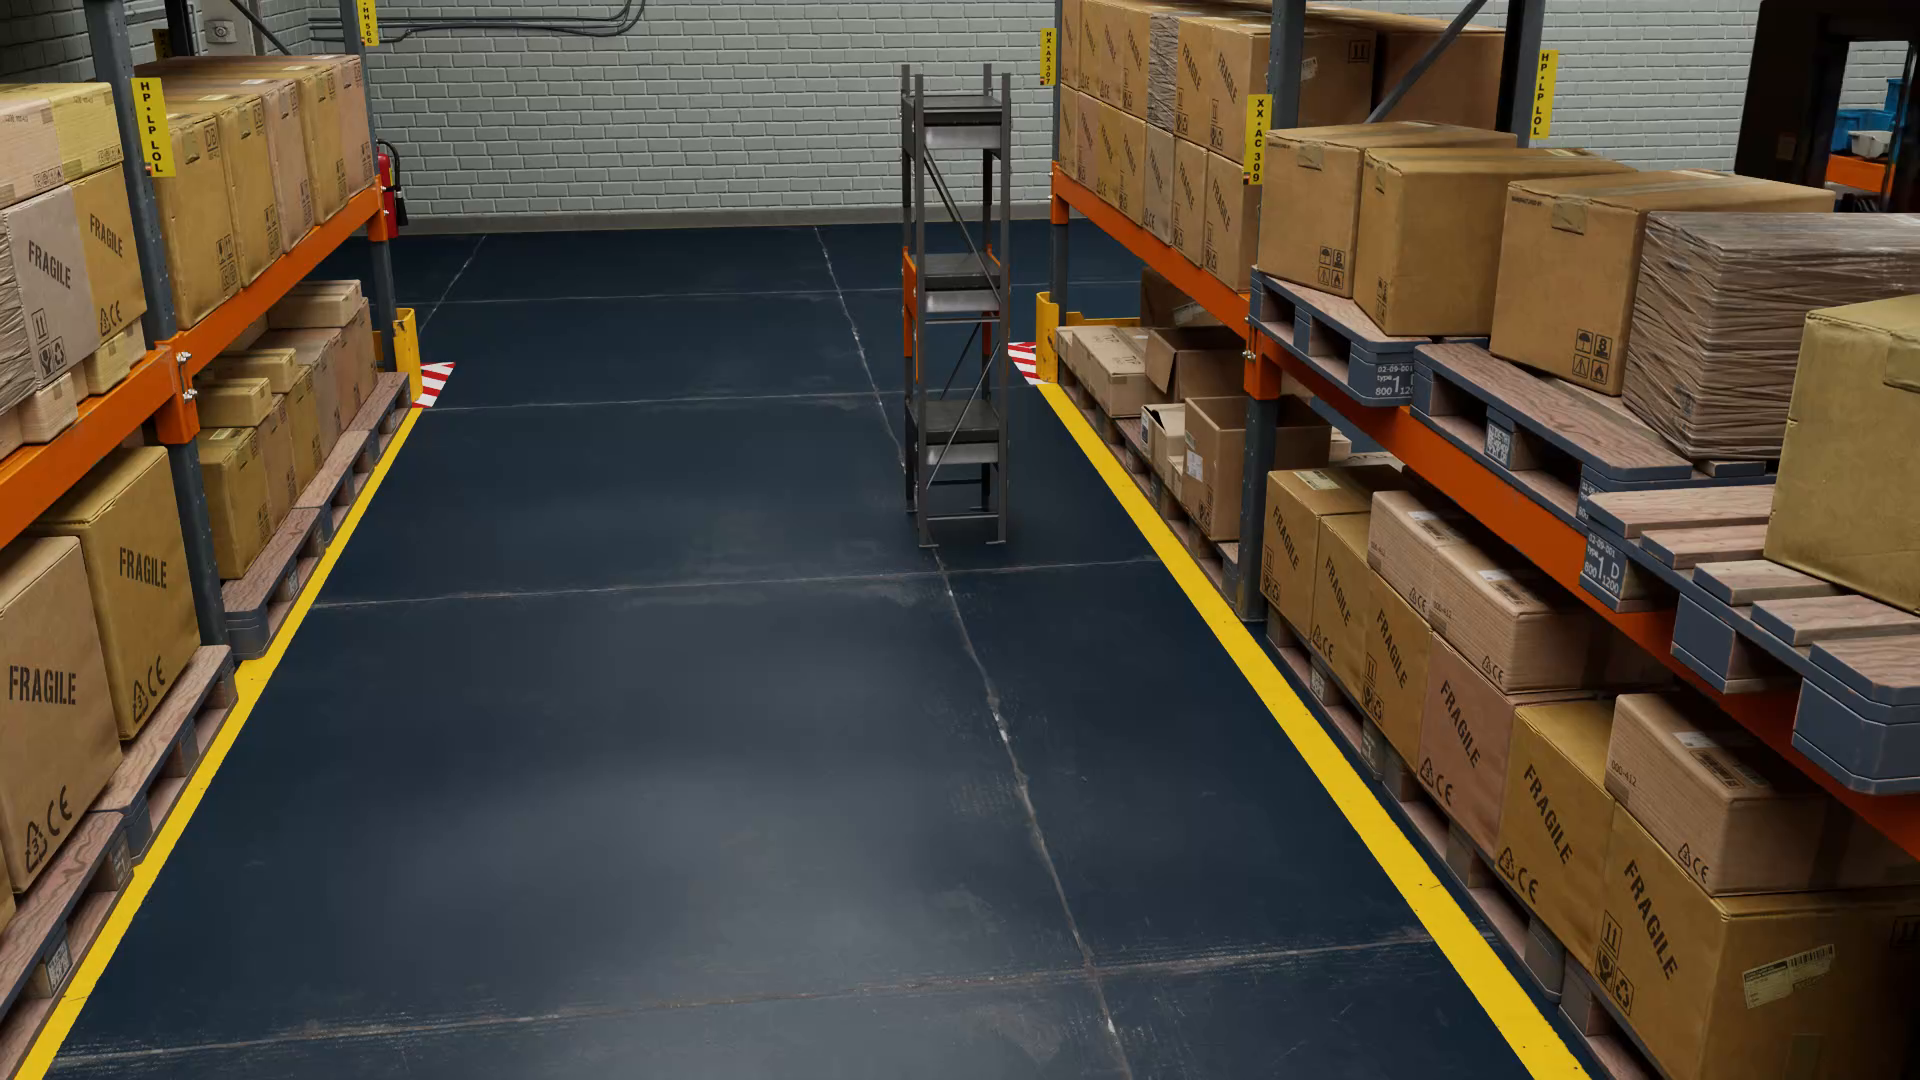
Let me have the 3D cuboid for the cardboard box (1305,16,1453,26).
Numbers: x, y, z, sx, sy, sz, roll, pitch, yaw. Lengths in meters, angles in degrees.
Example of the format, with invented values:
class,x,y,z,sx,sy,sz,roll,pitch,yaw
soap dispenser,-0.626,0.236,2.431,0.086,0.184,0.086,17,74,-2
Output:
class,x,y,z,sx,sy,sz,roll,pitch,yaw
cardboard box,1.776,-1.978,7.152,0.500,0.500,0.500,-4,21,-9

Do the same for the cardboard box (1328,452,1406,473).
class,x,y,z,sx,sy,sz,roll,pitch,yaw
cardboard box,1.794,-0.209,7.203,0.500,0.311,0.500,-3,21,-8

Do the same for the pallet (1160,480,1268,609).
class,x,y,z,sx,sy,sz,roll,pitch,yaw
pallet,1.543,-0.038,7.516,1.003,0.211,1.213,-3,21,-8

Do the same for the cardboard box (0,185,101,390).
class,x,y,z,sx,sy,sz,roll,pitch,yaw
cardboard box,-2.861,-0.728,4.781,0.500,0.500,0.500,-3,21,-7

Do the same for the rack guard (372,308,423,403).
class,x,y,z,sx,sy,sz,roll,pitch,yaw
rack guard,-3.841,-1.078,9.887,1.175,0.500,0.348,-3,21,-8

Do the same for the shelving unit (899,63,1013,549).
class,x,y,z,sx,sy,sz,roll,pitch,yaw
shelving unit,-0.024,-1.041,7.502,0.431,2.100,0.503,-3,21,-8

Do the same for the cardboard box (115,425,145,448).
class,x,y,z,sx,sy,sz,roll,pitch,yaw
cardboard box,-3.443,-0.389,6.515,0.380,0.149,0.250,-3,21,-8

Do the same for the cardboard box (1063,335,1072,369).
class,x,y,z,sx,sy,sz,roll,pitch,yaw
cardboard box,0.820,-1.121,9.852,0.380,0.166,0.250,-3,21,-8

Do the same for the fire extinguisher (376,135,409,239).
class,x,y,z,sx,sy,sz,roll,pitch,yaw
fire extinguisher,-3.402,-2.105,9.708,0.296,0.674,0.183,-3,21,-8

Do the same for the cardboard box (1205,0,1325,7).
class,x,y,z,sx,sy,sz,roll,pitch,yaw
cardboard box,1.553,-2.512,8.583,0.500,0.500,0.500,-2,21,-6

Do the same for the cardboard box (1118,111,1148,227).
class,x,y,z,sx,sy,sz,roll,pitch,yaw
cardboard box,1.087,-1.846,8.228,0.500,0.500,0.500,-3,21,-7

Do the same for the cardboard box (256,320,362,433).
class,x,y,z,sx,sy,sz,roll,pitch,yaw
cardboard box,-3.565,-0.855,8.692,0.700,0.500,0.500,-3,21,-8

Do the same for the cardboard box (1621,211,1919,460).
class,x,y,z,sx,sy,sz,roll,pitch,yaw
cardboard box,2.072,-0.504,4.035,0.700,0.500,0.500,1,20,2

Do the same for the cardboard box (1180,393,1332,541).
class,x,y,z,sx,sy,sz,roll,pitch,yaw
cardboard box,1.278,-0.325,7.242,0.500,0.500,0.500,-3,21,-8

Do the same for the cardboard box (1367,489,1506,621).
class,x,y,z,sx,sy,sz,roll,pitch,yaw
cardboard box,1.613,0.033,5.212,0.500,0.250,0.500,-3,21,-8

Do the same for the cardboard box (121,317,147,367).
class,x,y,z,sx,sy,sz,roll,pitch,yaw
cardboard box,-2.932,-0.644,5.484,0.380,0.149,0.250,-3,21,-7

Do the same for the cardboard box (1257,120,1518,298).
class,x,y,z,sx,sy,sz,roll,pitch,yaw
cardboard box,1.488,-1.175,5.831,0.700,0.500,0.500,-10,23,-26

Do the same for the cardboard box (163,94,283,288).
class,x,y,z,sx,sy,sz,roll,pitch,yaw
cardboard box,-3.423,-1.438,6.849,0.980,0.700,0.700,-3,21,-9

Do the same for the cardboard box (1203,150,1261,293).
class,x,y,z,sx,sy,sz,roll,pitch,yaw
cardboard box,1.315,-1.313,6.803,0.500,0.500,0.500,-3,21,-7

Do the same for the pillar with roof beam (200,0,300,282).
class,x,y,z,sx,sy,sz,roll,pitch,yaw
pillar with roof beam,-0.822,-6.159,11.345,9.100,9.000,0.400,-3,21,-8

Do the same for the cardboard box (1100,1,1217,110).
class,x,y,z,sx,sy,sz,roll,pitch,yaw
cardboard box,1.017,-2.486,8.512,0.500,0.500,0.500,-3,21,-7

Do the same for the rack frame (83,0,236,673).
class,x,y,z,sx,sy,sz,roll,pitch,yaw
rack frame,-3.261,-0.855,5.719,1.000,3.000,0.127,-3,21,-8

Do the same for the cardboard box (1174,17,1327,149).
class,x,y,z,sx,sy,sz,roll,pitch,yaw
cardboard box,1.235,-1.961,7.107,0.500,0.500,0.500,-3,21,-9

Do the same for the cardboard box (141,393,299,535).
class,x,y,z,sx,sy,sz,roll,pitch,yaw
cardboard box,-3.336,-0.319,7.256,0.700,0.500,0.500,-3,21,-8

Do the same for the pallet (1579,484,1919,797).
class,x,y,z,sx,sy,sz,roll,pitch,yaw
pallet,2.050,0.137,3.336,1.213,0.211,1.003,-3,21,-8

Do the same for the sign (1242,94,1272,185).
class,x,y,z,sx,sy,sz,roll,pitch,yaw
sign,1.105,-1.482,6.160,0.100,0.325,0.005,-3,21,-8

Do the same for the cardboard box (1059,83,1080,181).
class,x,y,z,sx,sy,sz,roll,pitch,yaw
cardboard box,0.867,-2.371,9.635,0.500,0.500,0.500,-2,21,-7

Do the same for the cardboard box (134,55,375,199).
class,x,y,z,sx,sy,sz,roll,pitch,yaw
cardboard box,-3.754,-2.205,8.903,0.980,0.700,0.700,-2,21,-5

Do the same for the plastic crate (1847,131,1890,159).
class,x,y,z,sx,sy,sz,roll,pitch,yaw
plastic crate,5.640,-2.427,10.219,0.250,0.136,0.298,-3,21,-8

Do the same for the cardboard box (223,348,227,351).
class,x,y,z,sx,sy,sz,roll,pitch,yaw
cardboard box,-3.633,-0.839,7.721,0.380,0.149,0.250,-3,21,-9

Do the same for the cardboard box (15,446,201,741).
class,x,y,z,sx,sy,sz,roll,pitch,yaw
cardboard box,-3.038,0.173,5.437,0.750,0.750,0.750,-3,21,-7

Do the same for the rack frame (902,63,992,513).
class,x,y,z,sx,sy,sz,roll,pitch,yaw
rack frame,-0.059,-1.125,7.728,0.400,2.100,0.015,-3,21,-8

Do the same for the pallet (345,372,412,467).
class,x,y,z,sx,sy,sz,roll,pitch,yaw
pallet,-3.645,-0.661,9.184,1.003,0.211,1.213,-3,21,-8

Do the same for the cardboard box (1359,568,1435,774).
class,x,y,z,sx,sy,sz,roll,pitch,yaw
cardboard box,1.622,0.396,5.313,0.500,0.500,0.500,-3,21,-7

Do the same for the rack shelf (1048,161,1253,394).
class,x,y,z,sx,sy,sz,roll,pitch,yaw
rack shelf,1.352,-1.462,8.371,1.077,0.370,4.000,-3,21,-8

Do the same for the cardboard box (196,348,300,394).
class,x,y,z,sx,sy,sz,roll,pitch,yaw
cardboard box,-3.211,-0.758,7.503,0.380,0.149,0.250,-4,21,-9

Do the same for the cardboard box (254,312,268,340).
class,x,y,z,sx,sy,sz,roll,pitch,yaw
cardboard box,-3.744,-1.104,8.429,0.380,0.149,0.250,-3,21,-7

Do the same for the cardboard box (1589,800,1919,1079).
class,x,y,z,sx,sy,sz,roll,pitch,yaw
cardboard box,1.850,0.931,3.879,0.500,0.500,0.500,-2,21,-6

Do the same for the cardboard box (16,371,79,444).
class,x,y,z,sx,sy,sz,roll,pitch,yaw
cardboard box,-2.783,-0.378,4.770,0.380,0.149,0.250,-3,21,-8

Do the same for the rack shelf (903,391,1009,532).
class,x,y,z,sx,sy,sz,roll,pitch,yaw
rack shelf,-0.024,-0.372,7.752,0.431,0.518,0.480,-3,21,-8

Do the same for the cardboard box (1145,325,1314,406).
class,x,y,z,sx,sy,sz,roll,pitch,yaw
cardboard box,1.365,-0.793,8.492,0.797,0.503,0.637,-3,21,-8

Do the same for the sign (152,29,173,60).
class,x,y,z,sx,sy,sz,roll,pitch,yaw
sign,-4.387,-2.657,9.192,0.100,0.325,0.005,-3,21,-8

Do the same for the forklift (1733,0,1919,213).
class,x,y,z,sx,sy,sz,roll,pitch,yaw
forklift,3.624,-0.979,6.147,1.130,2.935,3.031,-4,21,-11

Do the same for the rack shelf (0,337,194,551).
class,x,y,z,sx,sy,sz,roll,pitch,yaw
rack shelf,-2.972,0.174,3.991,1.077,0.370,4.000,-3,21,-8

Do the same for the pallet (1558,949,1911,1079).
class,x,y,z,sx,sy,sz,roll,pitch,yaw
pallet,2.147,1.324,3.869,1.003,0.211,1.213,-3,21,-8
